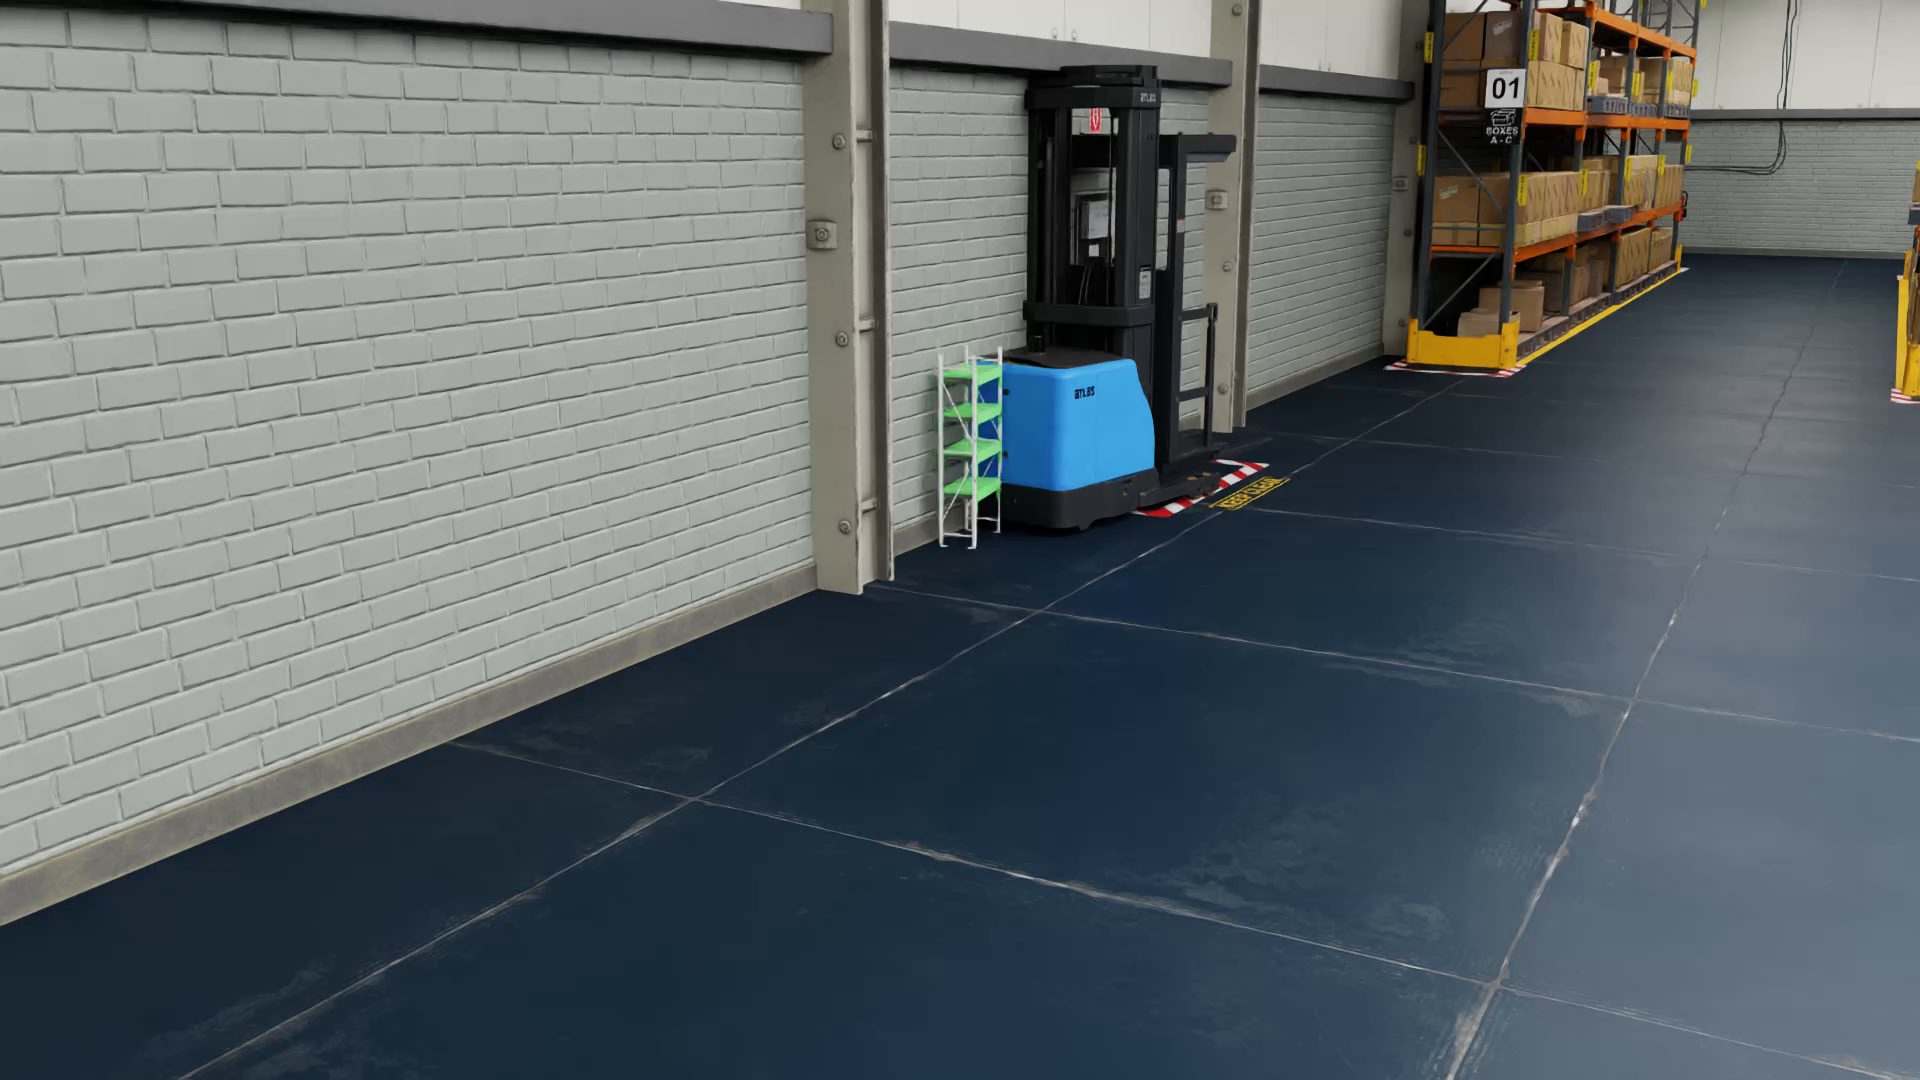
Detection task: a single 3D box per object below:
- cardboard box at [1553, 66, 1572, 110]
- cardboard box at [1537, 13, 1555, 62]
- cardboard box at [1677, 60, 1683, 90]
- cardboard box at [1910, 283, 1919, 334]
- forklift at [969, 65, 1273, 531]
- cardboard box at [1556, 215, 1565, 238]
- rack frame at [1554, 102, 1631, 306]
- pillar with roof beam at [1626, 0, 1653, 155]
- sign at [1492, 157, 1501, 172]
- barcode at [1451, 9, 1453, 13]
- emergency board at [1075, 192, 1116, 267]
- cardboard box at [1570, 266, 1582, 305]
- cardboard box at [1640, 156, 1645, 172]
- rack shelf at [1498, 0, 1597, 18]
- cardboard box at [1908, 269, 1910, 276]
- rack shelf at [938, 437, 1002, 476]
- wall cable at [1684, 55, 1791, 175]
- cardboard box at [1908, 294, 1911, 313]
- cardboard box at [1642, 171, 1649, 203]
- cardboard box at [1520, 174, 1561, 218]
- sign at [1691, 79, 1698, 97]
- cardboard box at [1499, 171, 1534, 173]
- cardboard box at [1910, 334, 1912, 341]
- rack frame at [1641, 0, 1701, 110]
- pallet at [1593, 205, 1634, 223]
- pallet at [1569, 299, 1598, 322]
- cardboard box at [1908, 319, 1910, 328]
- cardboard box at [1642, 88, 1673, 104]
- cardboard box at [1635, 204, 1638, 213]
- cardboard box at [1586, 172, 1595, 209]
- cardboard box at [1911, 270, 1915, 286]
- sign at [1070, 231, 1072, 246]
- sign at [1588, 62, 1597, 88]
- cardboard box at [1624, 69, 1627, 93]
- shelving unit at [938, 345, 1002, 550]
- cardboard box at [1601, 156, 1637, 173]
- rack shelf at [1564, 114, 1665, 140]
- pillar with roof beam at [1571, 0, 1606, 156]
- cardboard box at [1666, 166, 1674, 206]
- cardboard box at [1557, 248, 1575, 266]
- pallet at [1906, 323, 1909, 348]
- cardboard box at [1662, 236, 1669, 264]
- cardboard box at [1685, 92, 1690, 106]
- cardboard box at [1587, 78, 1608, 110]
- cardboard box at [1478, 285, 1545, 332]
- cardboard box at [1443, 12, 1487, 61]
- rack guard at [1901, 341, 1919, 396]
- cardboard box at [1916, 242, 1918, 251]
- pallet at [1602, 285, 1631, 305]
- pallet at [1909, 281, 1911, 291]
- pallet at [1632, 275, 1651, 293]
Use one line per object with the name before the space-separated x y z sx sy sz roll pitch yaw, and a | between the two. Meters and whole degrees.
cardboard box | 7.029 -5.416 19.944 0.500 0.500 0.500 7 15 26
cardboard box | 6.298 -5.582 18.500 0.500 0.500 0.500 7 15 27
cardboard box | 12.481 -8.218 29.433 0.500 0.500 0.500 7 15 28
cardboard box | 10.420 -2.453 17.680 0.500 0.500 0.500 7 15 28
forklift | 1.202 -1.770 11.623 1.130 2.935 3.031 11 17 38
cardboard box | 7.105 -3.851 20.384 0.500 0.250 0.500 7 15 28
rack frame | 9.480 -5.072 25.174 1.000 3.000 0.127 7 15 28
pillar with roof beam | 17.664 -9.794 31.960 9.100 9.000 0.400 7 15 28
sign | 7.059 -4.877 21.892 0.100 0.325 0.005 7 15 28
barcode | 5.518 -5.918 18.654 0.001 0.075 0.075 7 15 28
emergency board | 1.066 -1.939 12.177 0.194 1.169 0.643 7 15 28
cardboard box | 8.376 -3.615 23.524 0.700 0.500 0.500 8 15 29
cardboard box | 10.664 -6.023 26.625 0.500 0.250 0.500 7 15 27
rack shelf | 6.580 -6.407 19.449 1.077 0.370 4.000 7 15 28
cardboard box | 15.908 -4.393 27.501 0.380 0.149 0.250 7 15 28
rack shelf | 0.067 -0.525 10.424 0.258 0.148 0.480 5 14 19
wall cable | 16.395 -9.241 36.288 3.097 2.526 0.112 7 15 28
cardboard box | 12.820 -3.095 21.941 0.500 0.250 0.500 7 15 27
cardboard box | 10.923 -5.765 27.155 0.500 0.500 0.500 7 15 28
cardboard box | 6.849 -4.109 19.856 0.500 0.500 0.500 8 16 30
sign | 13.816 -8.500 31.269 0.100 0.325 0.005 7 15 28
cardboard box | 7.137 -4.480 21.395 0.500 0.500 0.500 7 15 27
cardboard box | 10.183 -1.986 17.340 0.500 0.250 0.500 7 15 28
rack frame | 13.348 -9.630 31.279 1.000 3.000 0.127 7 15 28
pallet | 9.229 -4.821 24.540 1.213 0.211 1.003 7 15 28
pallet | 8.510 -3.307 23.802 1.003 0.211 1.213 7 15 28
cardboard box | 11.395 -2.498 19.466 0.500 0.250 0.500 7 15 28
cardboard box | 11.979 -7.643 28.647 0.500 0.250 0.500 7 15 28
cardboard box | 10.846 -5.424 27.124 0.380 0.149 0.250 7 15 26
cardboard box | 8.390 -4.867 23.171 0.700 0.500 0.500 10 17 36
cardboard box | 13.062 -3.469 22.297 0.500 0.311 0.500 7 15 27
sign | 0.718 -2.112 11.688 0.001 0.109 0.331 7 15 28
sign | 8.025 -5.901 21.109 0.100 0.325 0.005 7 15 28
cardboard box | 10.153 -7.126 26.139 0.700 0.500 0.500 8 16 31
shelving unit | 0.067 -0.587 10.409 0.258 1.200 0.503 5 14 19
cardboard box | 10.185 -5.814 25.760 0.500 0.250 0.500 7 15 27
rack shelf | 10.447 -6.591 26.608 1.077 0.370 4.000 7 15 28
pillar with roof beam | 14.764 -8.563 26.854 9.100 9.000 0.400 7 15 28
cardboard box | 12.391 -6.448 30.239 0.980 0.700 0.700 7 15 25
cardboard box | 8.346 -3.966 23.378 0.500 0.250 0.500 7 15 26
pallet | 12.207 -2.491 20.417 1.003 0.211 1.213 7 15 28
cardboard box | 12.855 -5.445 31.157 0.700 0.500 0.500 7 15 28
cardboard box | 13.226 -8.172 30.839 0.500 0.250 0.500 8 16 30
cardboard box | 8.772 -6.335 23.748 0.797 0.503 0.637 10 17 36
cardboard box | 6.700 -2.823 20.239 0.700 0.500 0.500 6 15 25
cardboard box | 5.592 -5.552 18.373 0.500 0.500 0.500 8 16 31
rack guard | 9.940 -1.651 16.313 1.175 0.500 0.348 7 15 28
cardboard box | 14.822 -4.419 25.258 0.500 0.250 0.500 7 15 28
pallet | 9.927 -3.870 26.136 1.003 0.211 1.213 7 15 28
pallet | 16.085 -4.118 27.164 1.003 0.211 1.213 7 15 28
pallet | 11.107 -4.371 28.212 1.003 0.211 1.213 7 15 28
